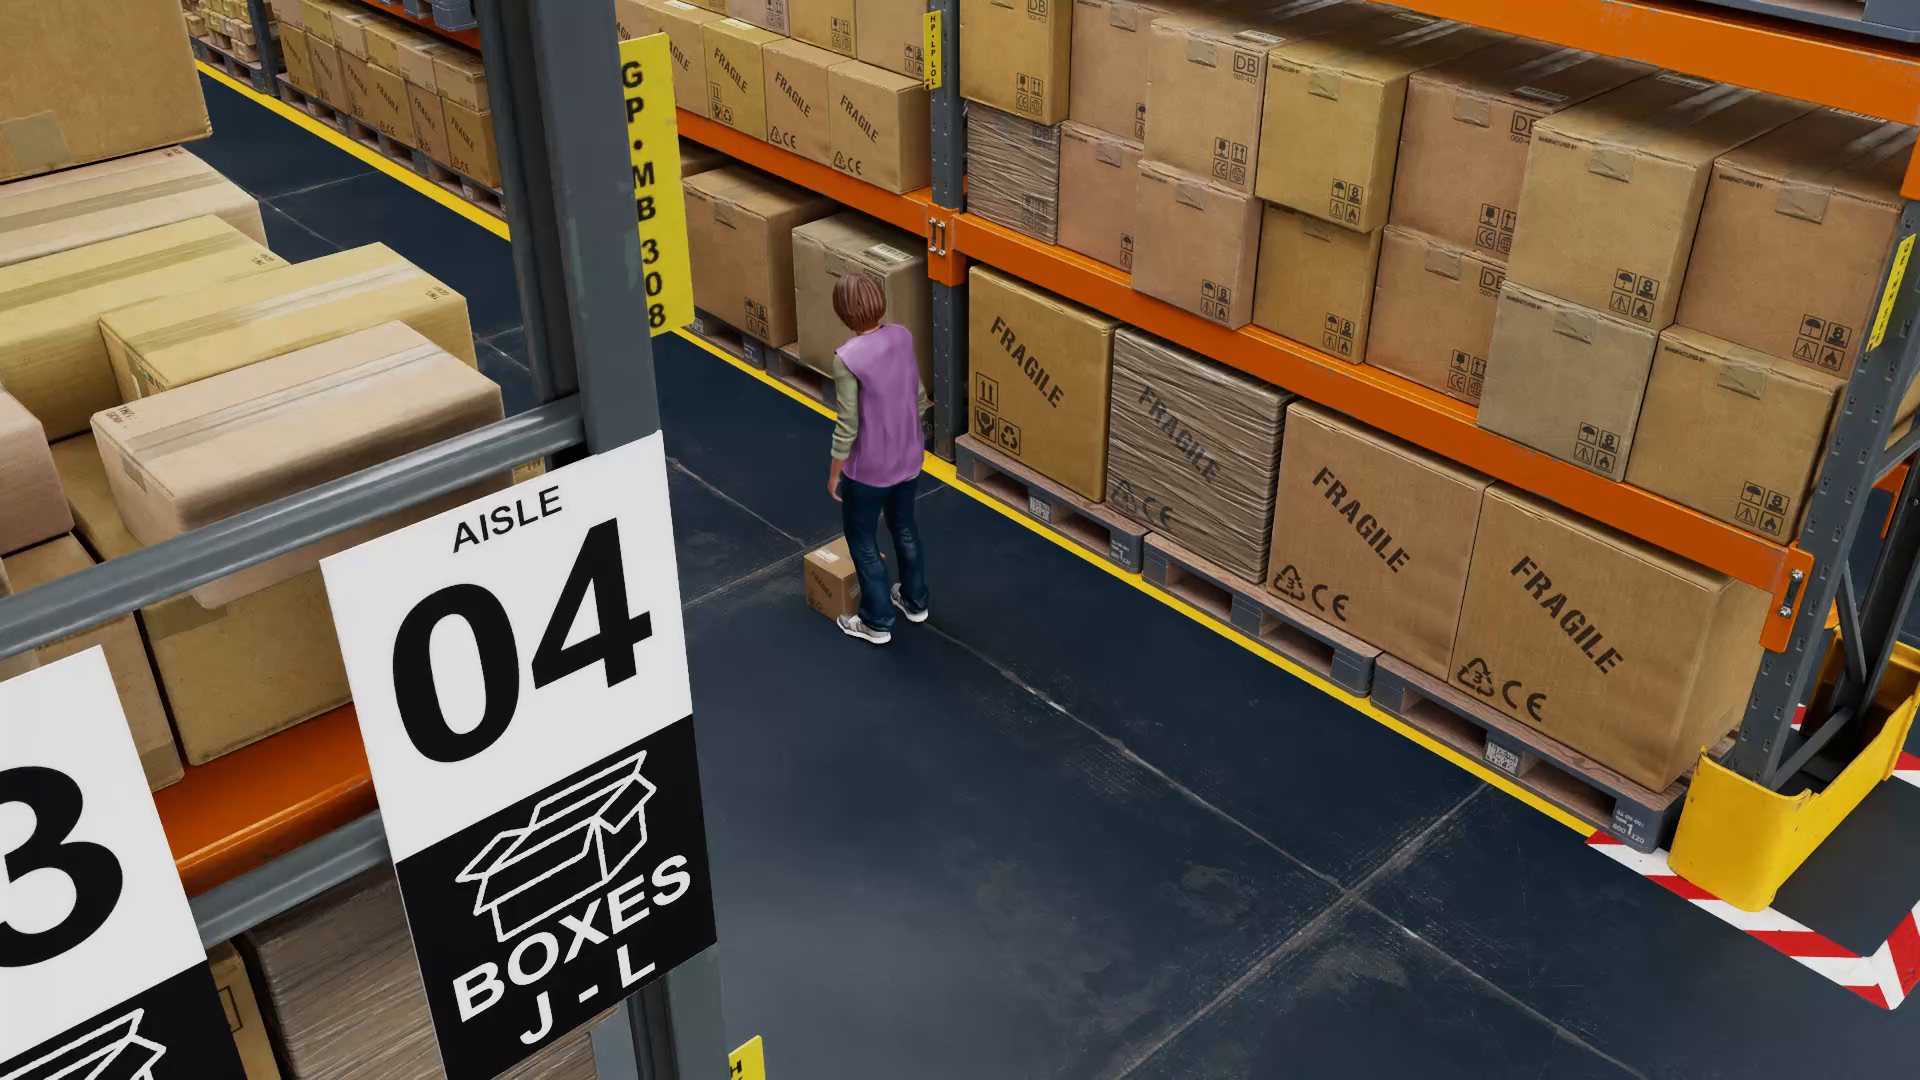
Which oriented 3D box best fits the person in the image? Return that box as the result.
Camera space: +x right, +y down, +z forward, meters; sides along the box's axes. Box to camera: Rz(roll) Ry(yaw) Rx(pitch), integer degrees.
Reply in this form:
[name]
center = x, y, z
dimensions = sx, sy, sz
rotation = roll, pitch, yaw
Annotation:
[person]
center = -0.326, -0.306, 6.634
dimensions = 0.474, 1.592, 0.349
rotation = -27, 41, -36
